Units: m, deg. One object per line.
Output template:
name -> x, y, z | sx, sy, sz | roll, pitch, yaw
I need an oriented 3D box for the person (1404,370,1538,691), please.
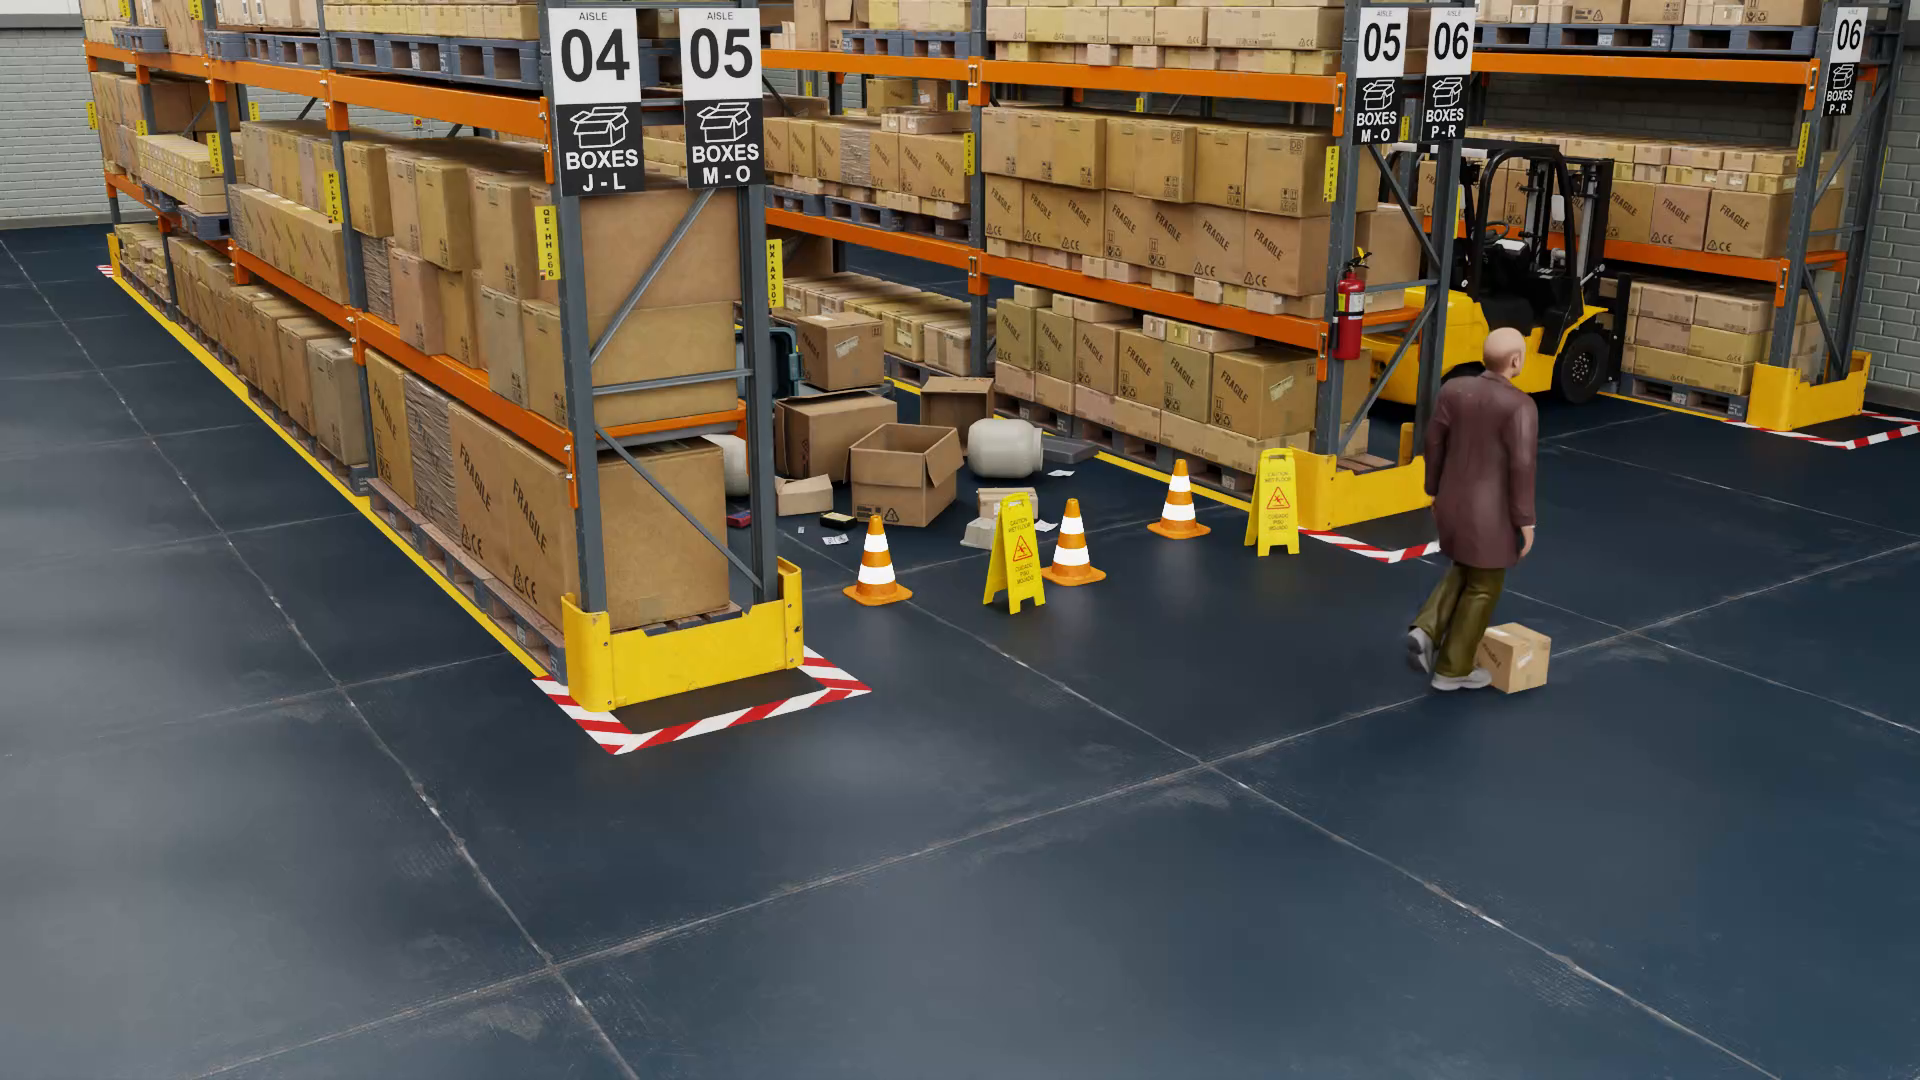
person -> 2.443, -0.033, 7.964 | 0.564, 1.575, 0.647 | -12, 21, -33
